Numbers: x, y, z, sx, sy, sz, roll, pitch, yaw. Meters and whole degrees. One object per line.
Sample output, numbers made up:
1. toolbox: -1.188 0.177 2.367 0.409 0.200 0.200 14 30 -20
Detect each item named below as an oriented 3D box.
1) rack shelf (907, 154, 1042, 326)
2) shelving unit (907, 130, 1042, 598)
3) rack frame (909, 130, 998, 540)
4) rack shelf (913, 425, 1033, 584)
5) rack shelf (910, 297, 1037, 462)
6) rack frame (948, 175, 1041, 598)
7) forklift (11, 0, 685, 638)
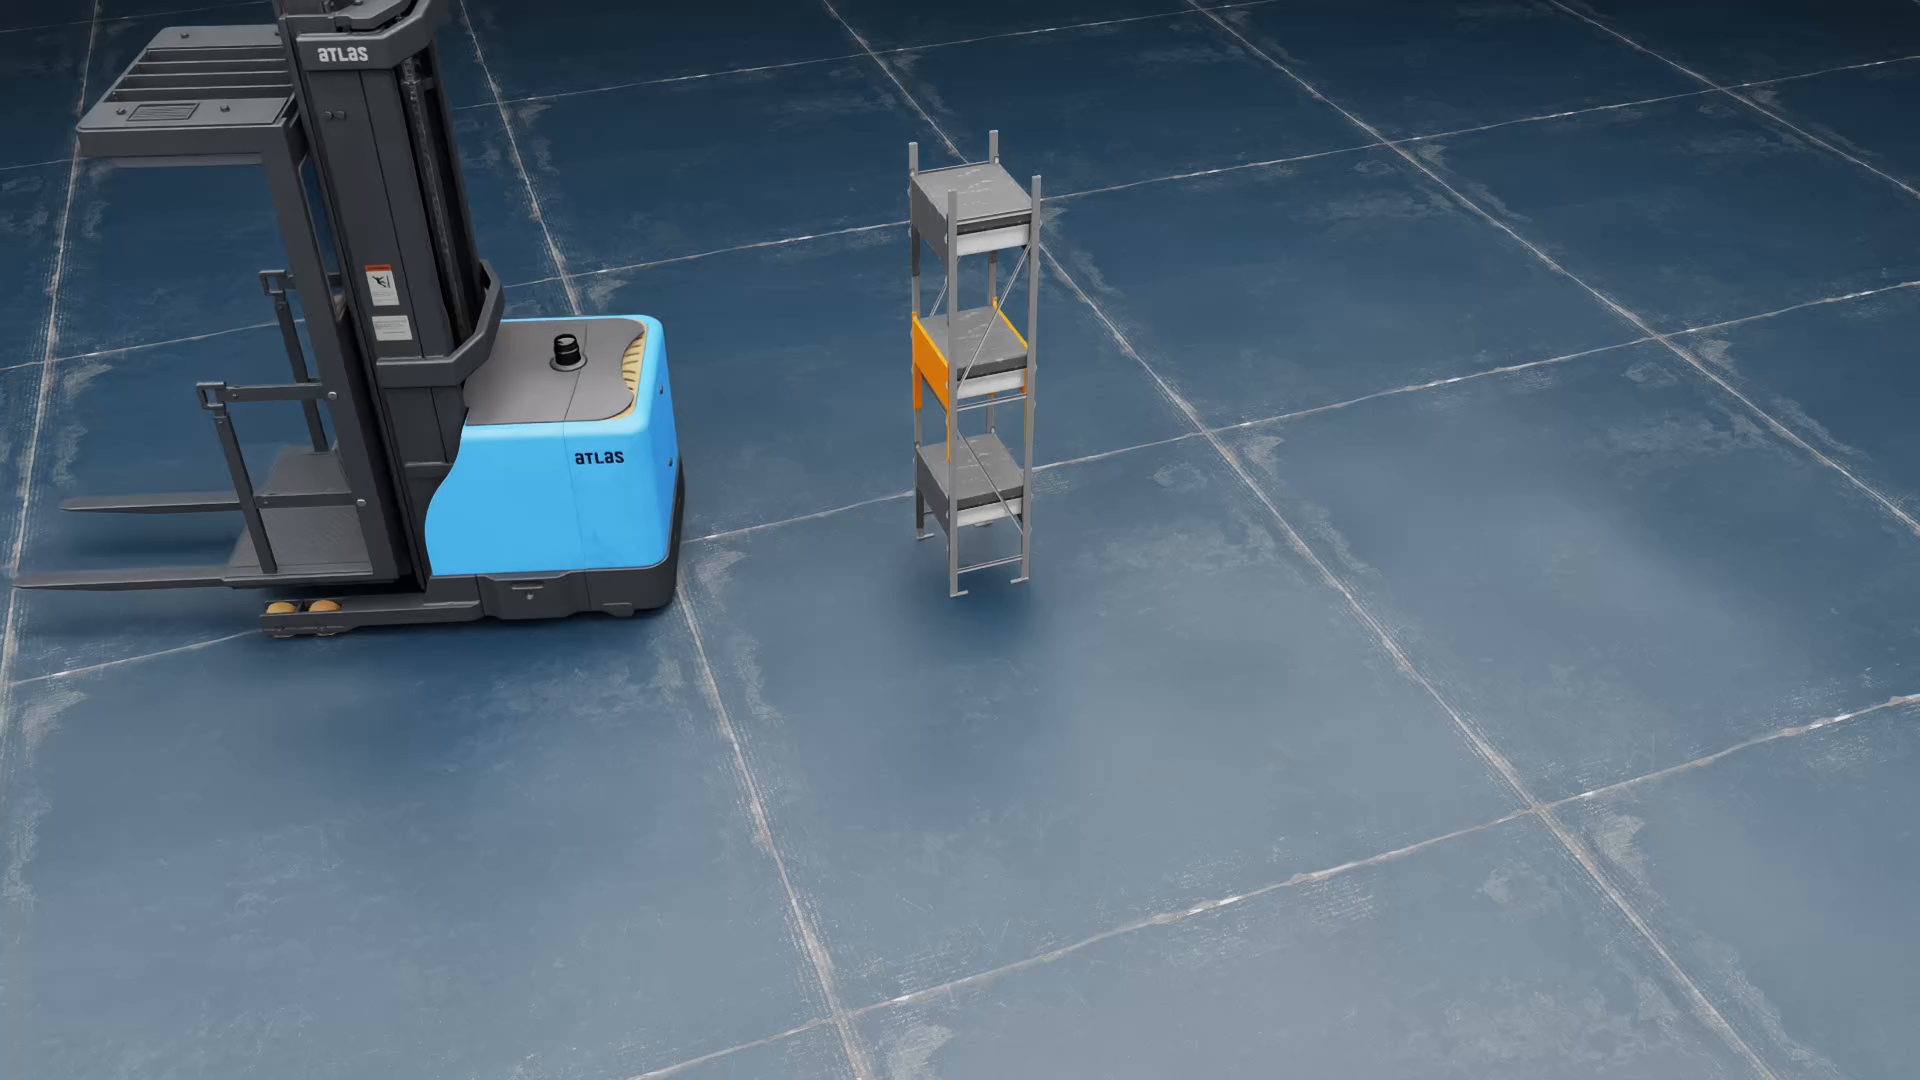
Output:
1. rack shelf: 0.057 -1.293 7.142 0.431 0.518 0.480 -12 39 -16
2. shelving unit: 0.057 -0.745 7.555 0.431 2.100 0.503 -12 39 -16
3. rack frame: -0.027 -0.883 7.738 0.400 2.100 0.015 -12 39 -16
4. rack shelf: 0.057 -0.175 7.984 0.431 0.518 0.480 -12 39 -16
5. rack shelf: 0.057 -0.734 7.563 0.431 0.518 0.480 -12 39 -16
6. rack frame: 0.141 -0.607 7.372 0.400 2.100 0.015 -12 39 -16
7. forklift: -2.890 -1.048 7.266 3.031 2.935 1.130 -2 37 -3
